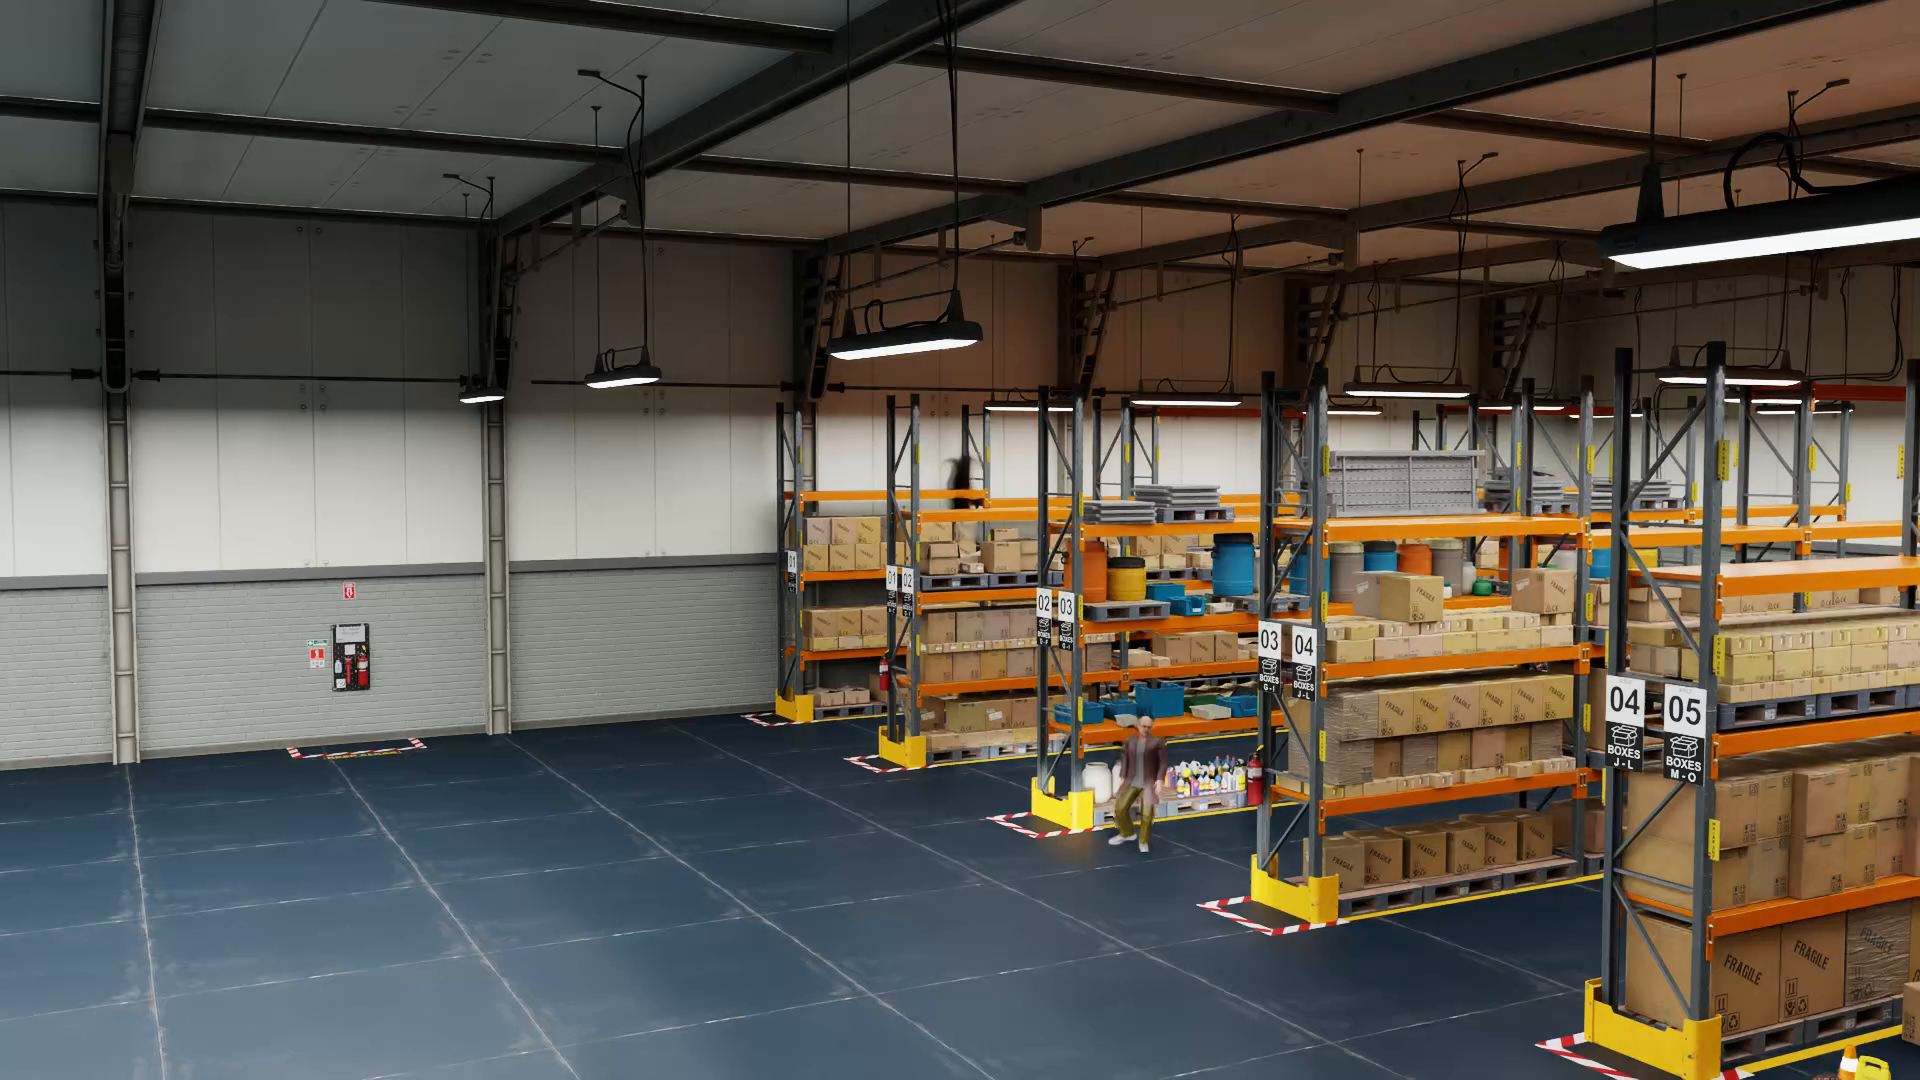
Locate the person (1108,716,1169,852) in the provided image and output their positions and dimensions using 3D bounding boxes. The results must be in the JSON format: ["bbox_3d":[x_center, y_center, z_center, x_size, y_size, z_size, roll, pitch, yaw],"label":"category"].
[{"bbox_3d":[2.243,3.094,21.095,0.820,1.745,0.626,1,3,20],"label":"person"}]

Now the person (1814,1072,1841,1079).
[{"bbox_3d":[4.920,3.804,9.430,0.530,1.614,0.753,2,4,35],"label":"person"}]
